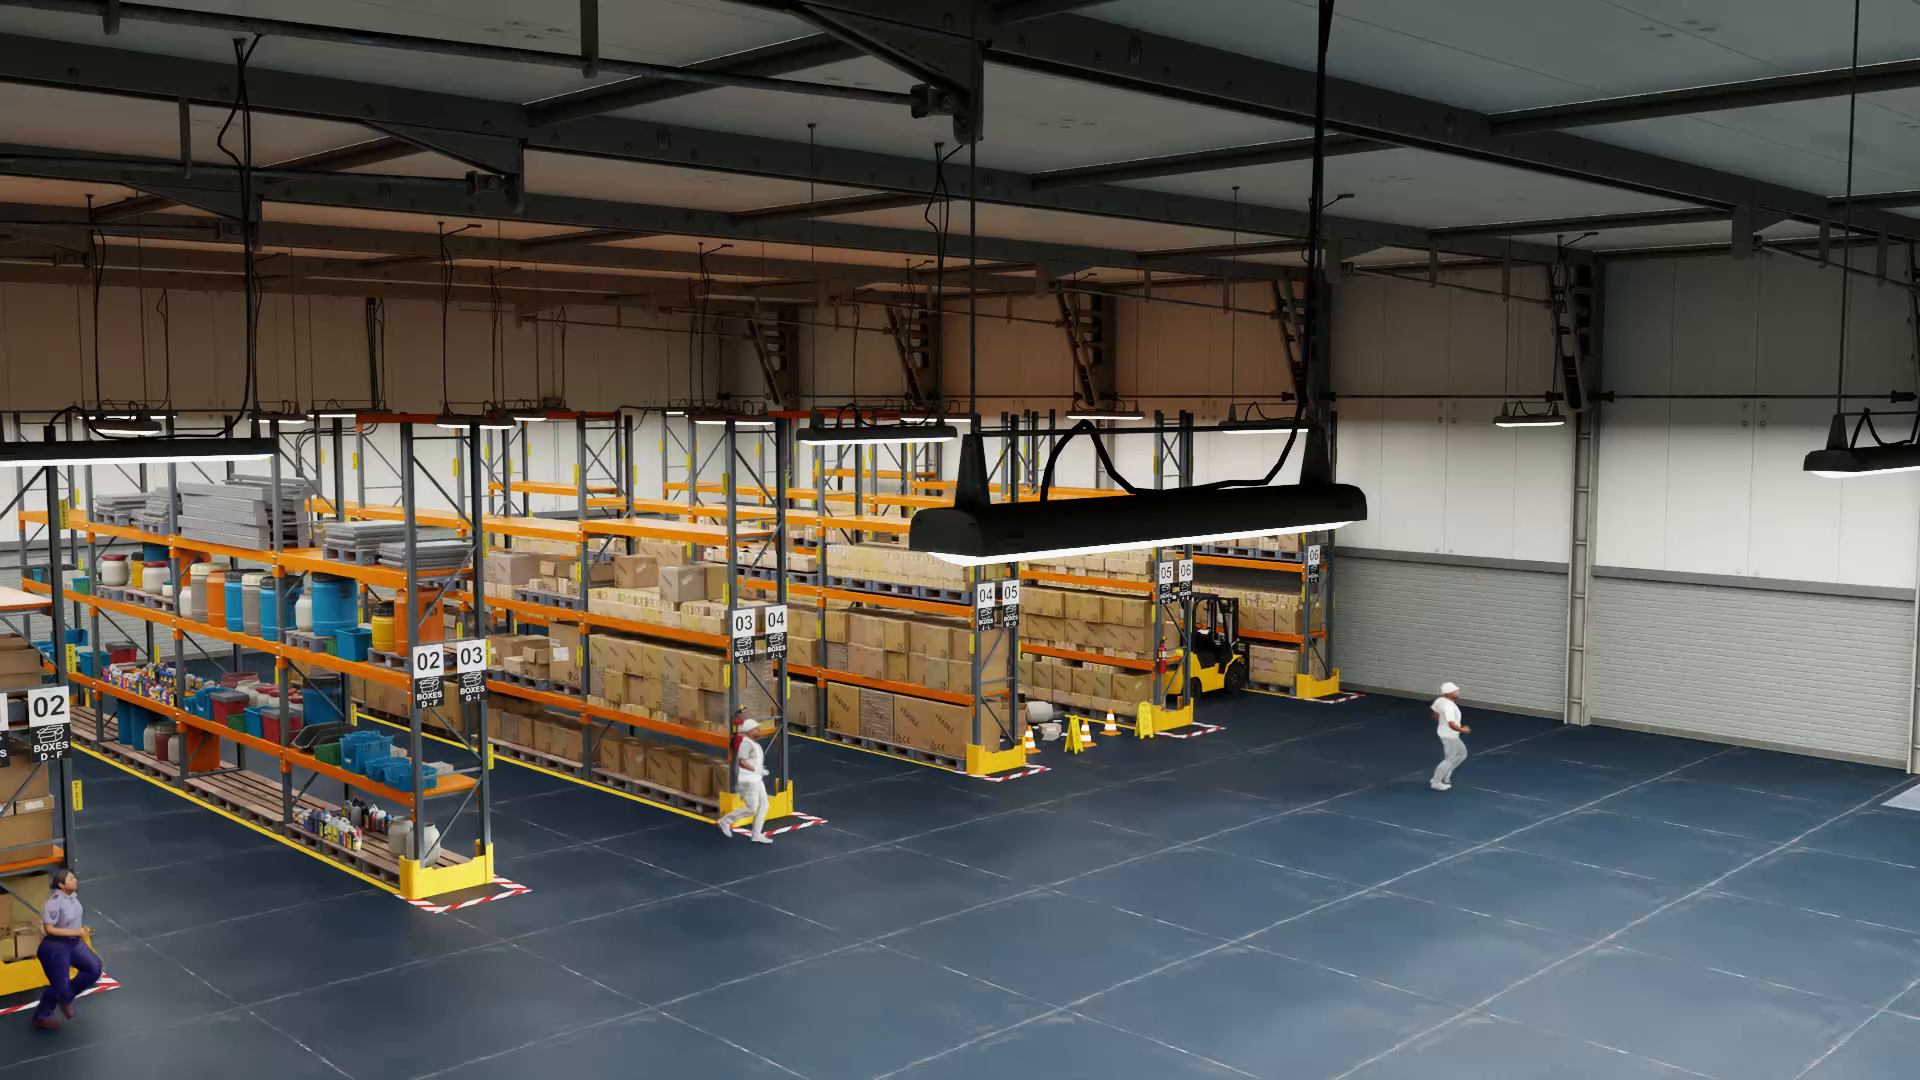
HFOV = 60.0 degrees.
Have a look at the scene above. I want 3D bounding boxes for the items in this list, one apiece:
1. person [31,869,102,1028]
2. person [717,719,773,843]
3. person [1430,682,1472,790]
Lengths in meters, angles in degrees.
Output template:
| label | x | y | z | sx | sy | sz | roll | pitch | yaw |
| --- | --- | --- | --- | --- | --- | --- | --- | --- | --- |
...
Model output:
| label | x | y | z | sx | sy | sz | roll | pitch | yaw |
| --- | --- | --- | --- | --- | --- | --- | --- | --- | --- |
| person | -8.982 | 4.093 | 16.696 | 0.664 | 1.588 | 0.624 | 0 | 5 | -2 |
| person | -3.030 | 3.417 | 23.616 | 0.774 | 1.760 | 0.695 | 0 | 5 | 4 |
| person | 7.881 | 3.138 | 26.721 | 0.617 | 1.725 | 0.702 | 0 | 5 | 6 |
